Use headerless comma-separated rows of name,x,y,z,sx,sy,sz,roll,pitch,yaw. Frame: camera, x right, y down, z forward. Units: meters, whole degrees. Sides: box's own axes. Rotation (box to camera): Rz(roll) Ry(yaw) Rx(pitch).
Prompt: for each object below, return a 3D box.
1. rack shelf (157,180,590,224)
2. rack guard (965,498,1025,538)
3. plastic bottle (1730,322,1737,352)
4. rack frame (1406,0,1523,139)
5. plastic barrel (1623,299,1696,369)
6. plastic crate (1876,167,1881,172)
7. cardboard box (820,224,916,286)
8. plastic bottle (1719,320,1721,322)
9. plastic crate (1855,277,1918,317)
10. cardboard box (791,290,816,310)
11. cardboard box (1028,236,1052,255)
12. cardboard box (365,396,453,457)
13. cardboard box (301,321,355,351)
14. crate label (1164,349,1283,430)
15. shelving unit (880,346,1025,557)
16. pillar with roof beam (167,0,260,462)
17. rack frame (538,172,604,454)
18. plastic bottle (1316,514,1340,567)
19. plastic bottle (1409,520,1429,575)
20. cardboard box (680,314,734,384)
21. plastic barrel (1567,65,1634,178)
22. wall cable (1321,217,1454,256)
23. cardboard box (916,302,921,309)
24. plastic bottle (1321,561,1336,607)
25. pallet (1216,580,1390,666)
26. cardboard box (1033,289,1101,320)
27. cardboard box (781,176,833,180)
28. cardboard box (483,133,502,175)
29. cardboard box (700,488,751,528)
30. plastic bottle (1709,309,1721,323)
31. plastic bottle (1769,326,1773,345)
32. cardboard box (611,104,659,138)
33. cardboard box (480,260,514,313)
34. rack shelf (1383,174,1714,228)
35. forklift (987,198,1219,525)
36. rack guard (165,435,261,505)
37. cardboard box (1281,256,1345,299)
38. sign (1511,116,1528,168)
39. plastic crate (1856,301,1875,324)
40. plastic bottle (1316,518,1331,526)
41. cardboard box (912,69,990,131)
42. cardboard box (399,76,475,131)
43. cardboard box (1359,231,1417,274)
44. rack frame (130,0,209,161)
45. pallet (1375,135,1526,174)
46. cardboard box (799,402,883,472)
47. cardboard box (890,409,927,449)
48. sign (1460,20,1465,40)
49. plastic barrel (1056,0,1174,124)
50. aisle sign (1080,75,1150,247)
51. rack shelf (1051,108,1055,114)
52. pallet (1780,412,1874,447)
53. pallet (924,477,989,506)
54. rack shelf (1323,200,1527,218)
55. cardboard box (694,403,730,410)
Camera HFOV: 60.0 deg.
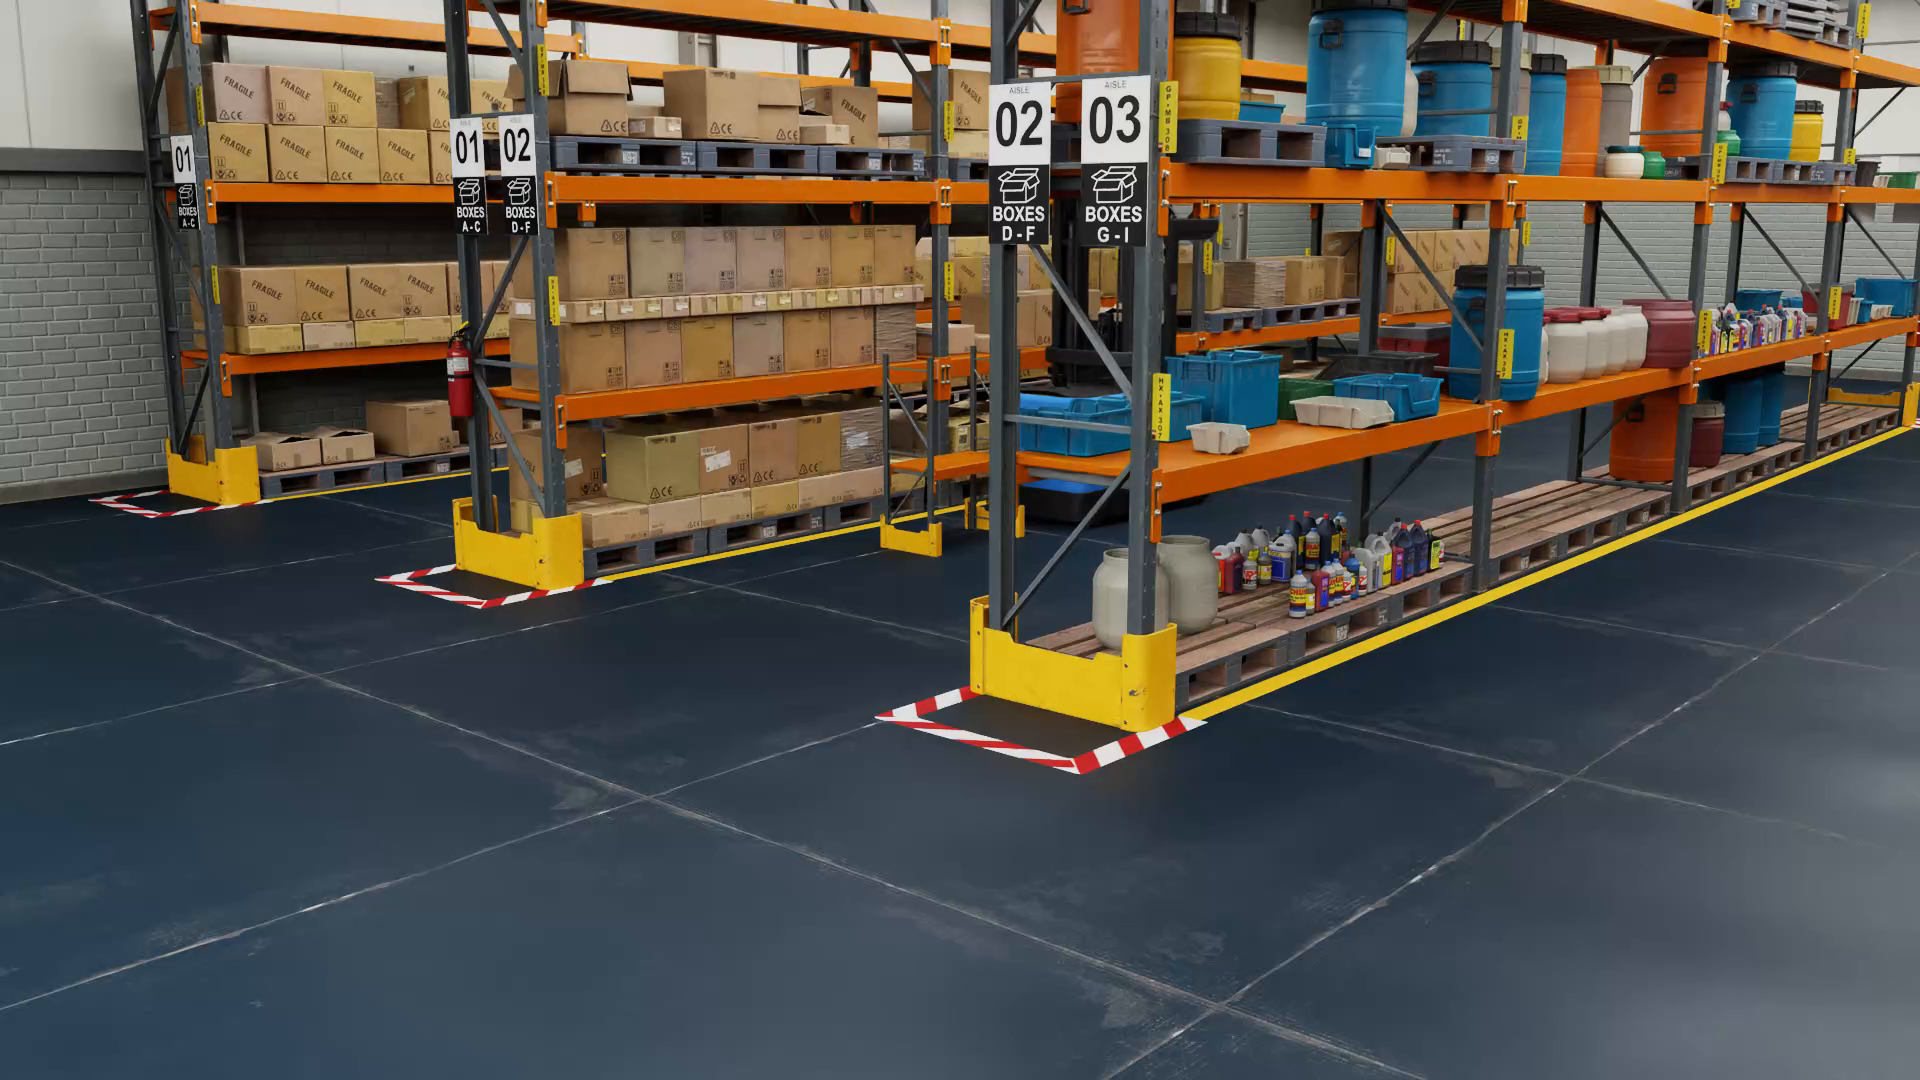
rack shelf,-5.555,-3.275,16.126,1.077,0.370,4.000,10,15,40
rack guard,0.278,-0.185,13.497,0.587,0.250,0.087,10,15,40
plastic bottle,7.019,-1.852,15.155,0.097,0.271,0.097,0,11,0
rack frame,3.207,-4.112,10.822,1.000,3.000,0.127,10,15,40
plastic barrel,5.769,-1.718,13.805,0.600,0.536,0.708,10,15,40
plastic crate,10.665,-4.322,19.865,0.497,0.269,0.590,10,15,40
cardboard box,-0.799,-2.430,14.151,0.700,0.500,0.500,10,15,41
plastic bottle,7.761,-2.163,16.891,0.097,0.201,0.097,0,11,0
plastic crate,11.048,-2.909,19.872,0.616,0.435,0.499,10,15,40
cardboard box,-1.369,-1.924,13.272,0.380,0.149,0.250,10,15,42
cardboard box,0.930,-4.098,23.092,0.500,0.250,0.500,10,15,42
cardboard box,-5.453,-1.128,16.458,0.700,0.500,0.500,9,14,37
cardboard box,-5.982,-1.907,15.435,0.500,0.250,0.500,9,15,39
crate label,1.579,-0.904,9.991,0.502,0.435,0.616,10,15,40
shelving unit,-0.050,-0.724,13.008,0.587,1.500,1.083,10,15,40
pillar with roof beam,-3.829,-4.462,12.578,9.100,9.000,0.400,10,15,40
rack frame,-4.235,-2.451,17.823,1.000,3.000,0.127,10,15,40
plastic bottle,2.471,-0.003,11.207,0.144,0.351,0.185,10,15,40
plastic bottle,2.999,0.045,10.965,0.144,0.351,0.185,9,15,39
cardboard box,-2.159,-1.489,12.750,0.700,0.500,0.500,10,15,41
plastic barrel,5.143,-3.382,13.549,0.600,0.901,0.600,0,11,0
wall cable,7.689,-6.421,30.314,3.097,2.526,0.112,10,15,40
cardboard box,-0.718,-3.061,21.471,0.380,0.149,0.250,10,15,40
plastic bottle,2.224,0.264,10.074,0.097,0.271,0.097,0,11,0
pallet,1.927,0.471,10.312,1.003,0.211,1.213,10,15,40
cardboard box,1.034,-2.199,16.309,0.500,0.500,0.500,9,14,37
cardboard box,-1.867,-4.335,19.777,0.500,0.311,0.500,10,15,40
cardboard box,-4.726,-3.802,16.621,0.500,0.500,0.500,8,14,36
cardboard box,-1.973,-0.278,12.891,0.500,0.250,0.500,10,15,40
plastic bottle,7.655,-2.213,16.951,0.152,0.276,0.135,10,15,40
plastic bottle,7.752,-1.981,15.980,0.097,0.201,0.097,0,11,0
cardboard box,-2.589,-3.098,12.358,0.500,0.250,0.500,10,15,40
cardboard box,-4.640,-2.571,16.842,0.500,0.500,0.500,10,15,40
rack shelf,4.528,-2.582,12.660,1.077,0.370,4.000,10,15,40
forklift,1.567,-1.793,14.703,1.130,2.935,3.031,9,15,40
rack guard,-6.825,-0.648,15.177,1.175,0.500,0.348,10,15,40
cardboard box,4.289,-3.202,20.257,0.700,0.500,0.500,4,12,21
sign,3.613,-2.572,10.751,0.100,0.325,0.005,10,15,40
plastic crate,9.966,-2.547,18.581,0.416,0.233,0.300,10,15,40
plastic bottle,2.475,-0.009,11.427,0.152,0.276,0.135,10,15,42
cardboard box,-0.074,-3.868,14.654,0.500,0.500,0.500,10,15,41
cardboard box,-5.052,-4.202,16.073,0.500,0.500,0.500,9,14,38
cardboard box,5.292,-3.560,20.569,0.500,0.500,0.500,10,15,42
rack frame,-6.875,-4.804,14.289,1.000,3.000,0.127,10,15,40
pallet,2.804,-2.429,10.540,1.213,0.211,1.003,10,15,40
cardboard box,-0.992,-0.868,13.930,0.500,0.500,0.500,10,15,40
cardboard box,-0.459,-1.040,15.276,0.500,0.311,0.500,10,15,40
sign,7.003,-7.085,23.123,0.100,0.325,0.005,10,15,40
plastic barrel,0.792,-2.557,8.527,0.600,0.830,0.708,10,15,40
aisle sign,0.739,-1.808,7.966,0.394,0.787,0.004,10,15,40
rack shelf,2.367,-6.315,24.711,1.077,0.370,4.000,10,15,40
pallet,9.750,-1.273,19.046,1.003,0.211,1.213,10,15,40
pallet,-0.054,-0.557,15.460,1.003,0.211,1.213,10,15,40
rack shelf,6.090,-4.400,21.762,1.077,0.370,4.000,10,15,40
cardboard box,-3.091,-1.703,19.340,0.700,0.500,0.500,10,15,41
